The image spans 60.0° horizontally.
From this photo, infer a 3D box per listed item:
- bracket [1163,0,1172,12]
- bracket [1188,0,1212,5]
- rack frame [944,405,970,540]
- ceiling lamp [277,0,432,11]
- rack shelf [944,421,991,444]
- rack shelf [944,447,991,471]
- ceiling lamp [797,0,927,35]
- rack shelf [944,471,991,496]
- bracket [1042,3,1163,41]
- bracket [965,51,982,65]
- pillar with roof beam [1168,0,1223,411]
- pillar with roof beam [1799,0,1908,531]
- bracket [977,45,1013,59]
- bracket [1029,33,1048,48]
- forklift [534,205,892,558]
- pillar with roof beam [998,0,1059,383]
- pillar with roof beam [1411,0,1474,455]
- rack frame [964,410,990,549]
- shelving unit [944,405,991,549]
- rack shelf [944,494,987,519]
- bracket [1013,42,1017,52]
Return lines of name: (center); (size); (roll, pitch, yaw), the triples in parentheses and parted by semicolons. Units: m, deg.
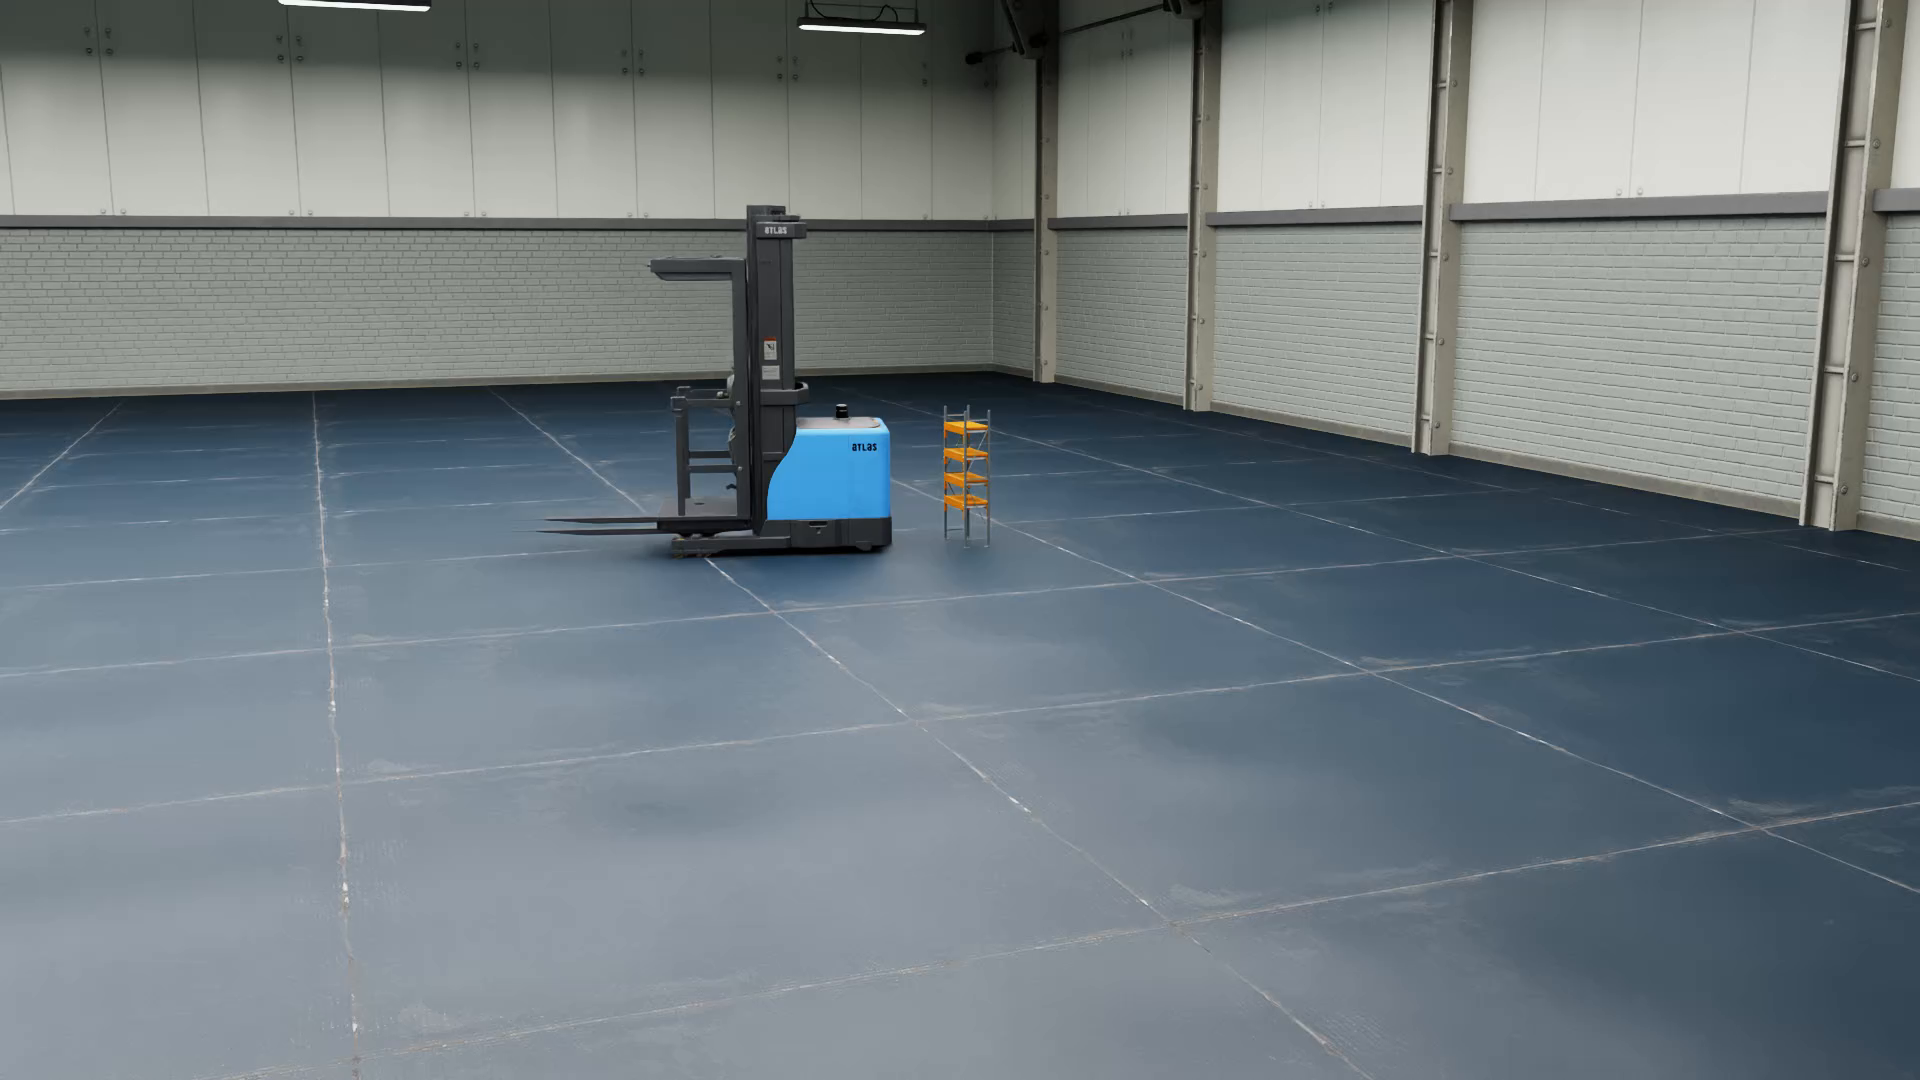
bracket: (3.324, -8.331, 25.781); (0.235, 0.232, 0.430); (-4, 11, -21)
bracket: (3.624, -8.195, 25.019); (0.235, 0.232, 0.430); (-4, 11, -21)
rack frame: (-0.028, -0.604, 14.887); (0.240, 1.200, 0.015); (-4, 11, -21)
ceiling lamp: (-8.434, -8.955, 22.902); (2.000, 3.185, 0.800); (-4, 11, -21)
rack shelf: (0.060, -0.951, 14.594); (0.258, 0.148, 0.480); (-4, 11, -21)
rack shelf: (0.060, -0.718, 14.636); (0.258, 0.148, 0.480); (-4, 11, -21)
ceiling lamp: (-1.592, -9.421, 25.521); (2.000, 3.185, 0.800); (-4, 11, -21)
rack shelf: (0.060, -0.497, 14.675); (0.258, 0.148, 0.480); (-4, 11, -21)
bracket: (2.384, -8.754, 28.160); (0.076, 0.066, 4.783); (-4, 11, -21)
bracket: (0.291, -9.697, 33.461); (0.235, 0.232, 0.430); (-4, 11, -21)
pillar with roof beam: (-0.208, -6.240, 24.306); (9.100, 9.000, 0.548); (-4, 11, -21)
pillar with roof beam: (4.141, -4.281, 13.294); (9.100, 9.000, 0.400); (-4, 11, -21)
bracket: (0.505, -9.601, 32.919); (0.076, 0.066, 3.189); (-4, 11, -21)
bracket: (1.450, -9.175, 30.525); (0.235, 0.232, 0.430); (-4, 11, -21)
forklift: (-2.142, -1.388, 14.357); (3.031, 2.935, 1.130); (-1, 10, -6)
pillar with roof beam: (-2.382, -7.219, 29.811); (9.100, 9.000, 0.548); (-4, 11, -21)
pillar with roof beam: (1.967, -5.261, 18.800); (9.100, 9.000, 0.400); (-4, 11, -21)
rack frame: (0.148, -0.524, 14.439); (0.240, 1.200, 0.015); (-4, 11, -21)
shelving unit: (0.060, -0.564, 14.663); (0.258, 1.200, 0.503); (-4, 11, -21)
rack shelf: (0.060, -0.302, 14.710); (0.258, 0.148, 0.480); (-4, 11, -21)
bracket: (1.149, -9.310, 31.286); (0.235, 0.232, 0.430); (-4, 11, -21)
